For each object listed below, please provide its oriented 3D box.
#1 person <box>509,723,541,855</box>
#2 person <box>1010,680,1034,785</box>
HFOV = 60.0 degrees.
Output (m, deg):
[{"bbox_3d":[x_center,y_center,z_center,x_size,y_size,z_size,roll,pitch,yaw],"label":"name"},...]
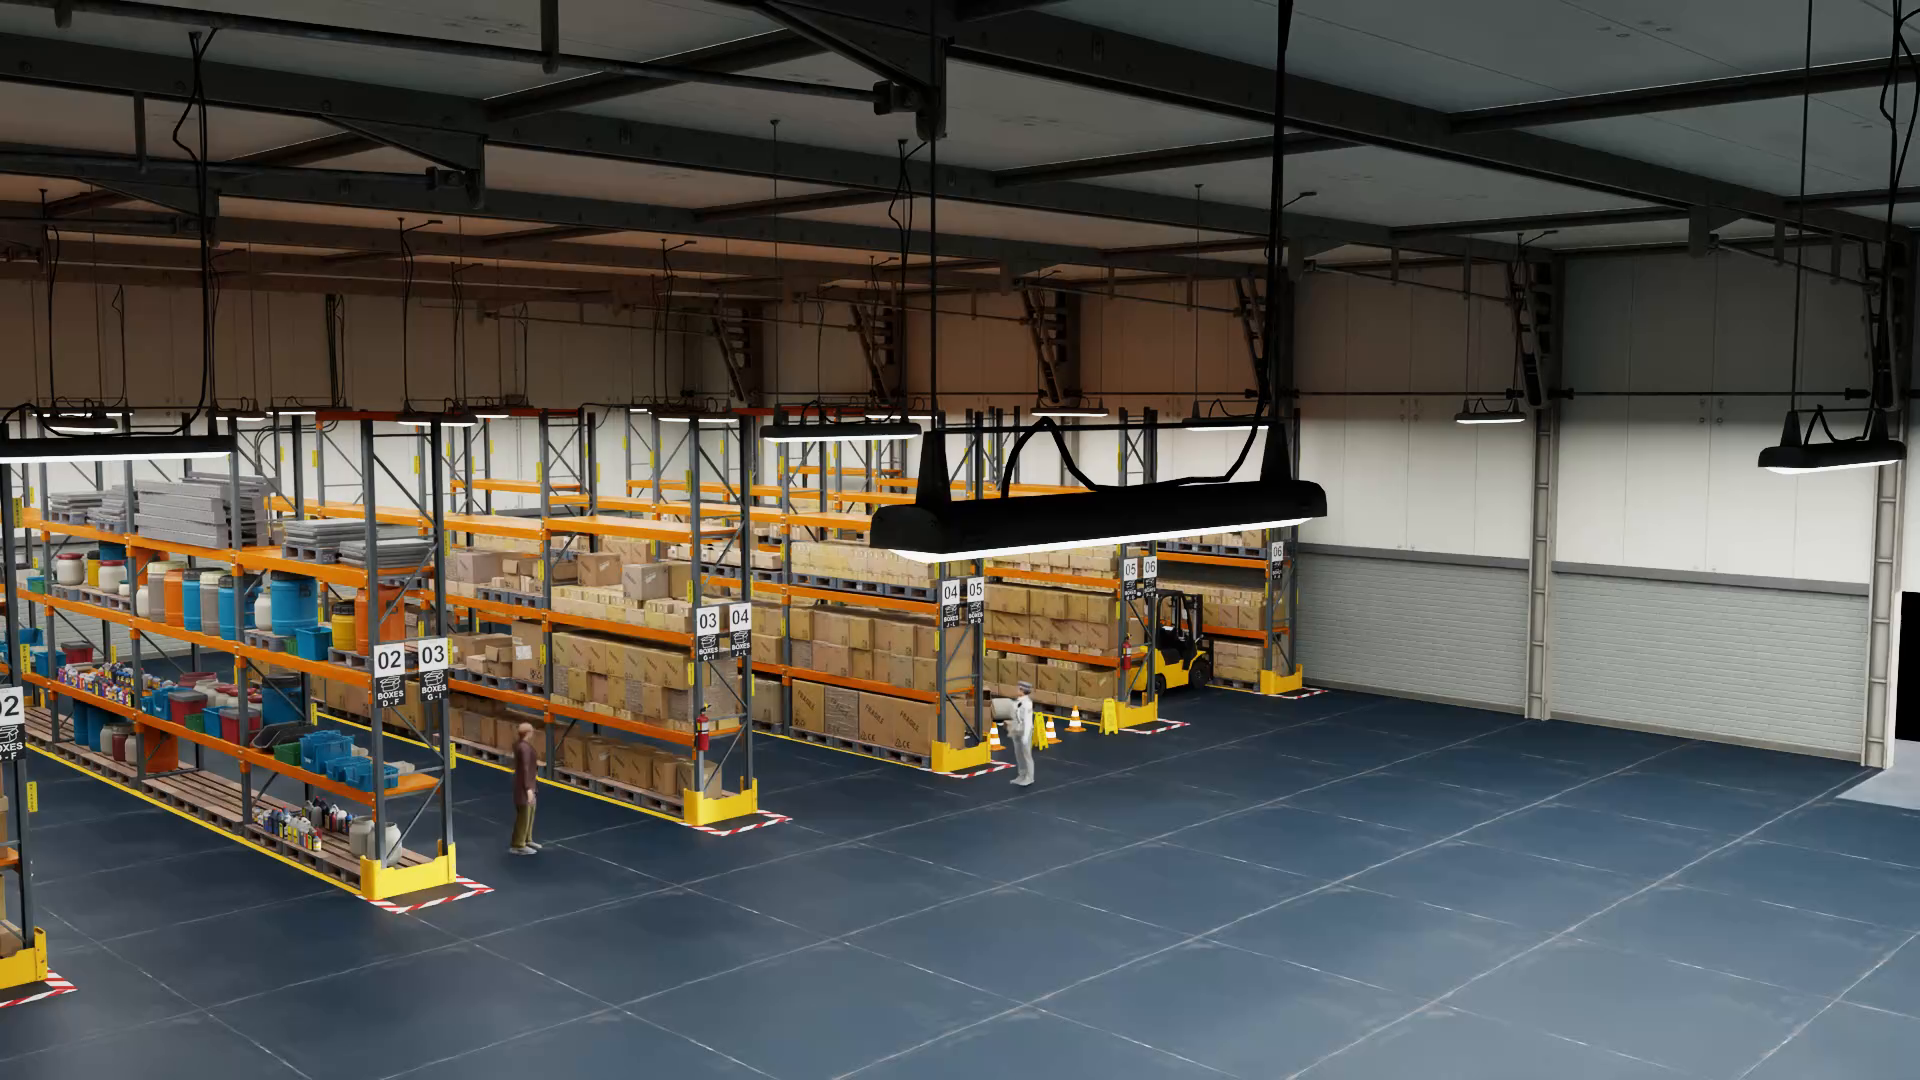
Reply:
[{"bbox_3d":[-6.013,3.410,22.928,0.431,1.797,0.637,-1,5,-13],"label":"person"},{"bbox_3d":[1.004,3.121,26.882,0.373,1.713,0.537,-3,6,-29],"label":"person"}]
